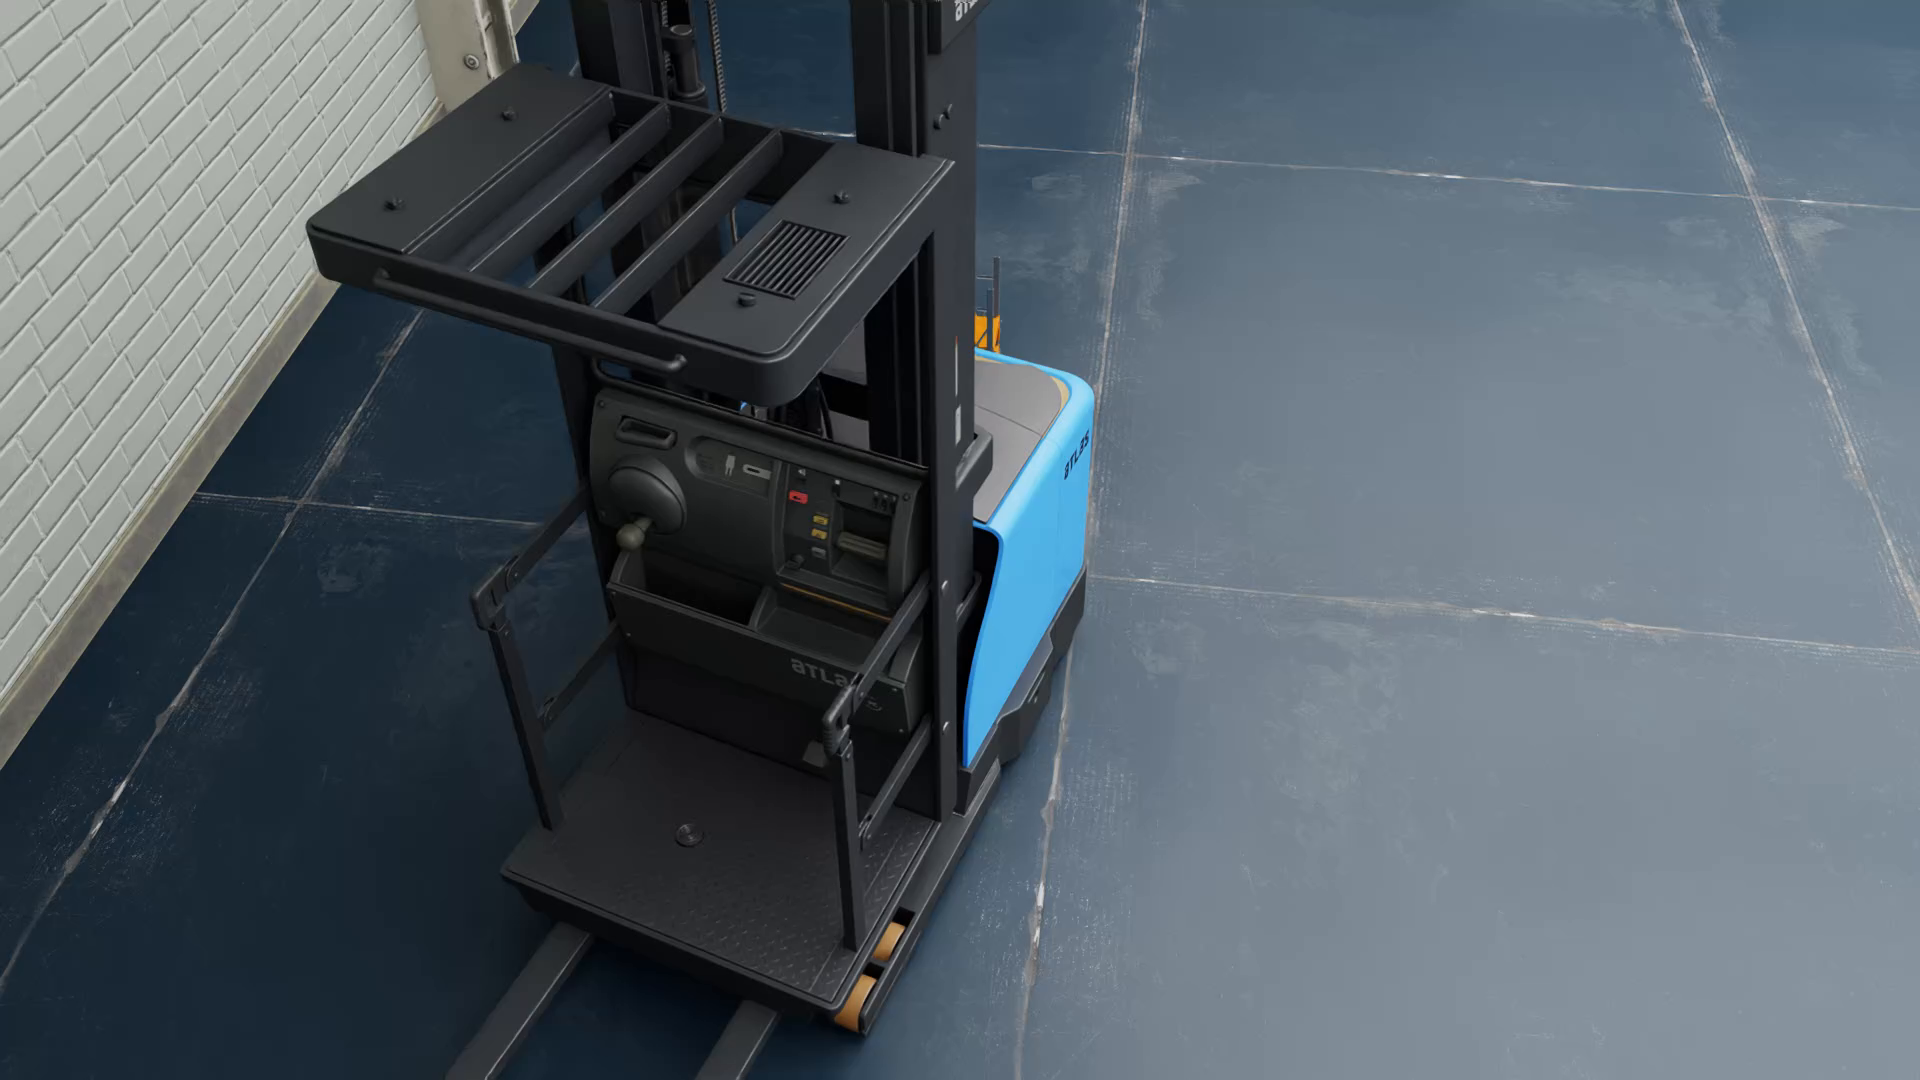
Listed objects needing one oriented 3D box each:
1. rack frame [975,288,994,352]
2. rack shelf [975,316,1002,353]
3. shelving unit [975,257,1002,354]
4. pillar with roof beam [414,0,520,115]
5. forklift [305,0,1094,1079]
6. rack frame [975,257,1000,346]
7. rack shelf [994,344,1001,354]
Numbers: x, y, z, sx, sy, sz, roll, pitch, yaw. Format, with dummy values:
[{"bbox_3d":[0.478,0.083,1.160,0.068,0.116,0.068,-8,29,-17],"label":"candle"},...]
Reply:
[{"bbox_3d":[-0.010,-0.383,5.782,0.240,1.200,0.006,5,44,6],"label":"rack frame"},{"bbox_3d":[0.002,-0.675,5.631,0.258,0.103,0.180,5,44,6],"label":"rack shelf"},{"bbox_3d":[0.002,-0.446,5.848,0.258,1.200,0.189,5,44,6],"label":"shelving unit"},{"bbox_3d":[1.815,-5.095,5.085,9.100,9.000,0.400,5,44,6],"label":"pillar with roof beam"},{"bbox_3d":[-0.629,-0.005,4.123,1.130,2.935,3.031,17,46,17],"label":"forklift"},{"bbox_3d":[0.014,-0.508,5.914,0.240,1.200,0.006,5,44,6],"label":"rack frame"},{"bbox_3d":[0.002,-0.588,5.713,0.258,0.103,0.180,5,44,6],"label":"rack shelf"}]
